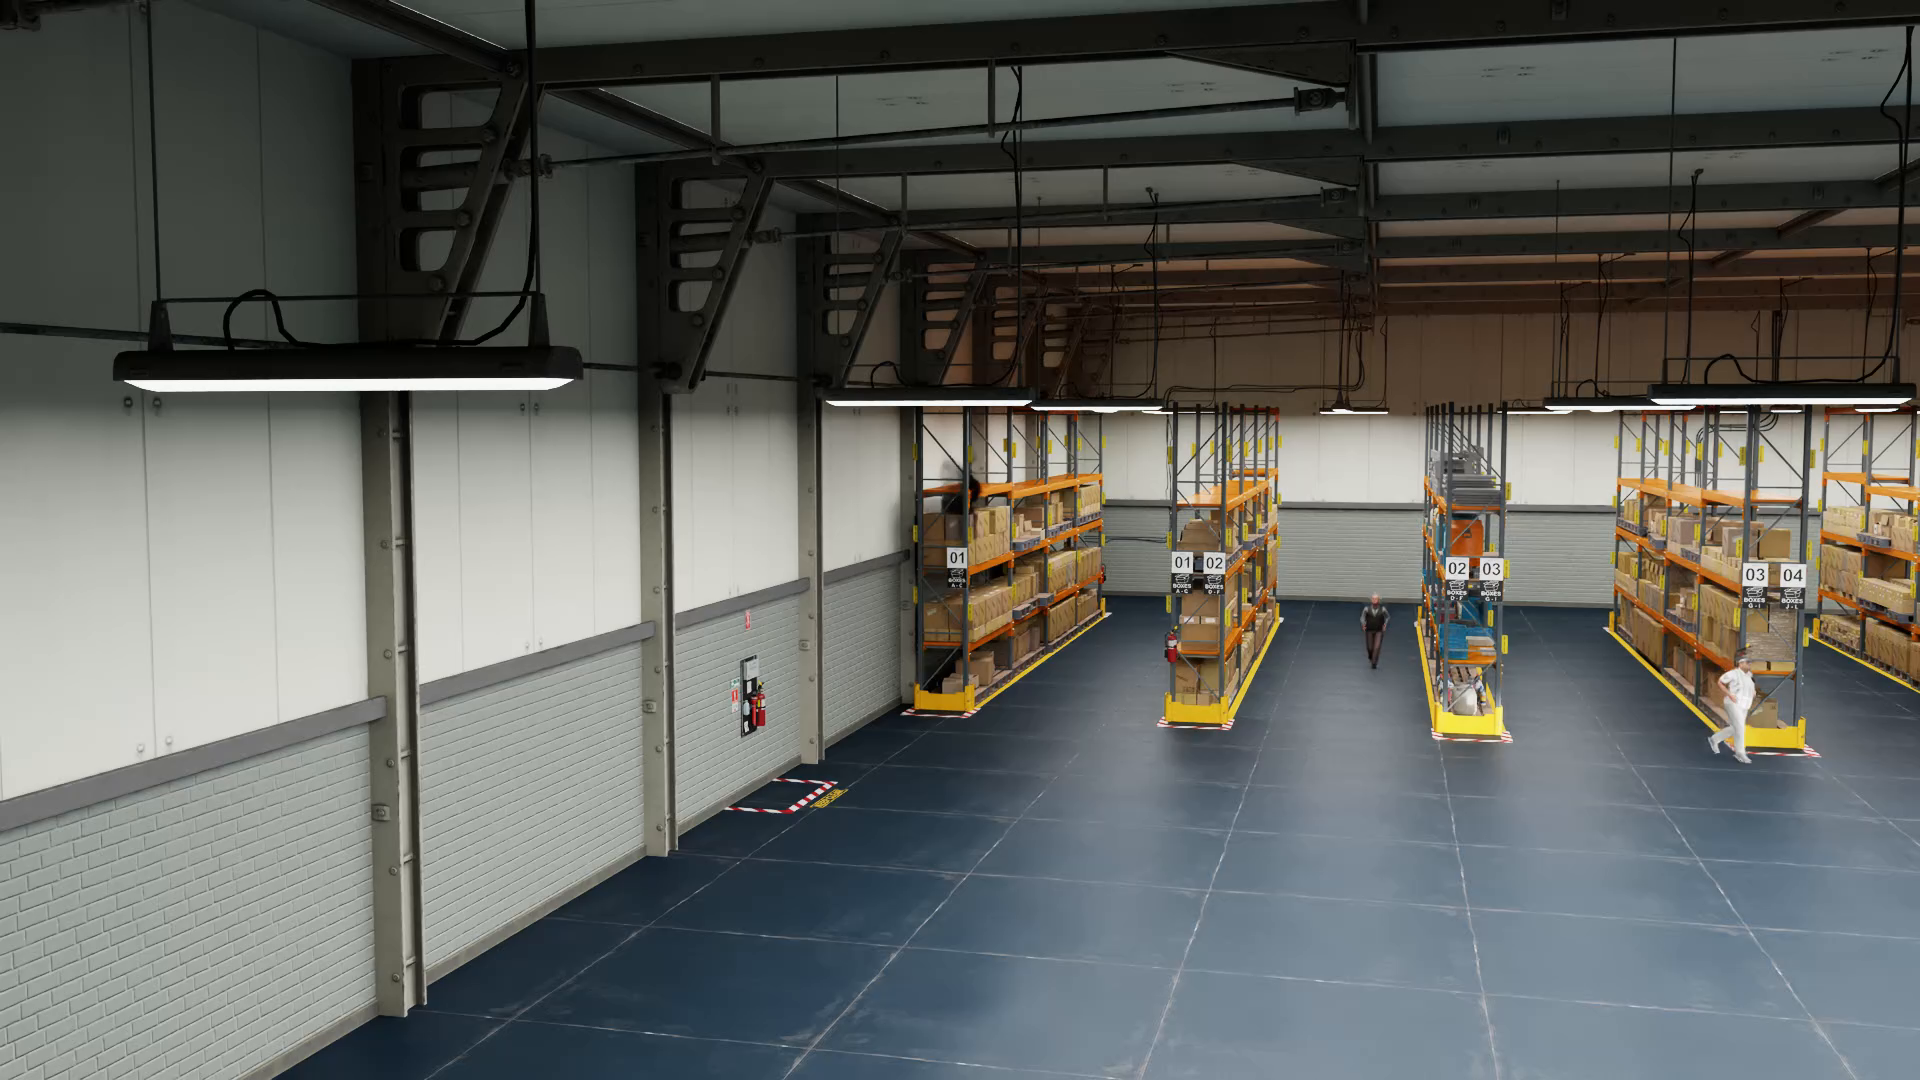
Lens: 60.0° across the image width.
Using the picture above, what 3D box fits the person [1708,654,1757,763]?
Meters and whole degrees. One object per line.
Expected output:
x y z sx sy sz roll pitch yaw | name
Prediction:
13.104 2.794 27.978 0.695 1.780 0.872 -2 5 -28 | person

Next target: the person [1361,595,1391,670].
9.481 2.094 37.960 0.676 1.681 0.712 1 4 16 | person

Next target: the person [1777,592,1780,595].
21.910 1.629 43.984 0.630 1.740 0.701 -1 4 -14 | person
